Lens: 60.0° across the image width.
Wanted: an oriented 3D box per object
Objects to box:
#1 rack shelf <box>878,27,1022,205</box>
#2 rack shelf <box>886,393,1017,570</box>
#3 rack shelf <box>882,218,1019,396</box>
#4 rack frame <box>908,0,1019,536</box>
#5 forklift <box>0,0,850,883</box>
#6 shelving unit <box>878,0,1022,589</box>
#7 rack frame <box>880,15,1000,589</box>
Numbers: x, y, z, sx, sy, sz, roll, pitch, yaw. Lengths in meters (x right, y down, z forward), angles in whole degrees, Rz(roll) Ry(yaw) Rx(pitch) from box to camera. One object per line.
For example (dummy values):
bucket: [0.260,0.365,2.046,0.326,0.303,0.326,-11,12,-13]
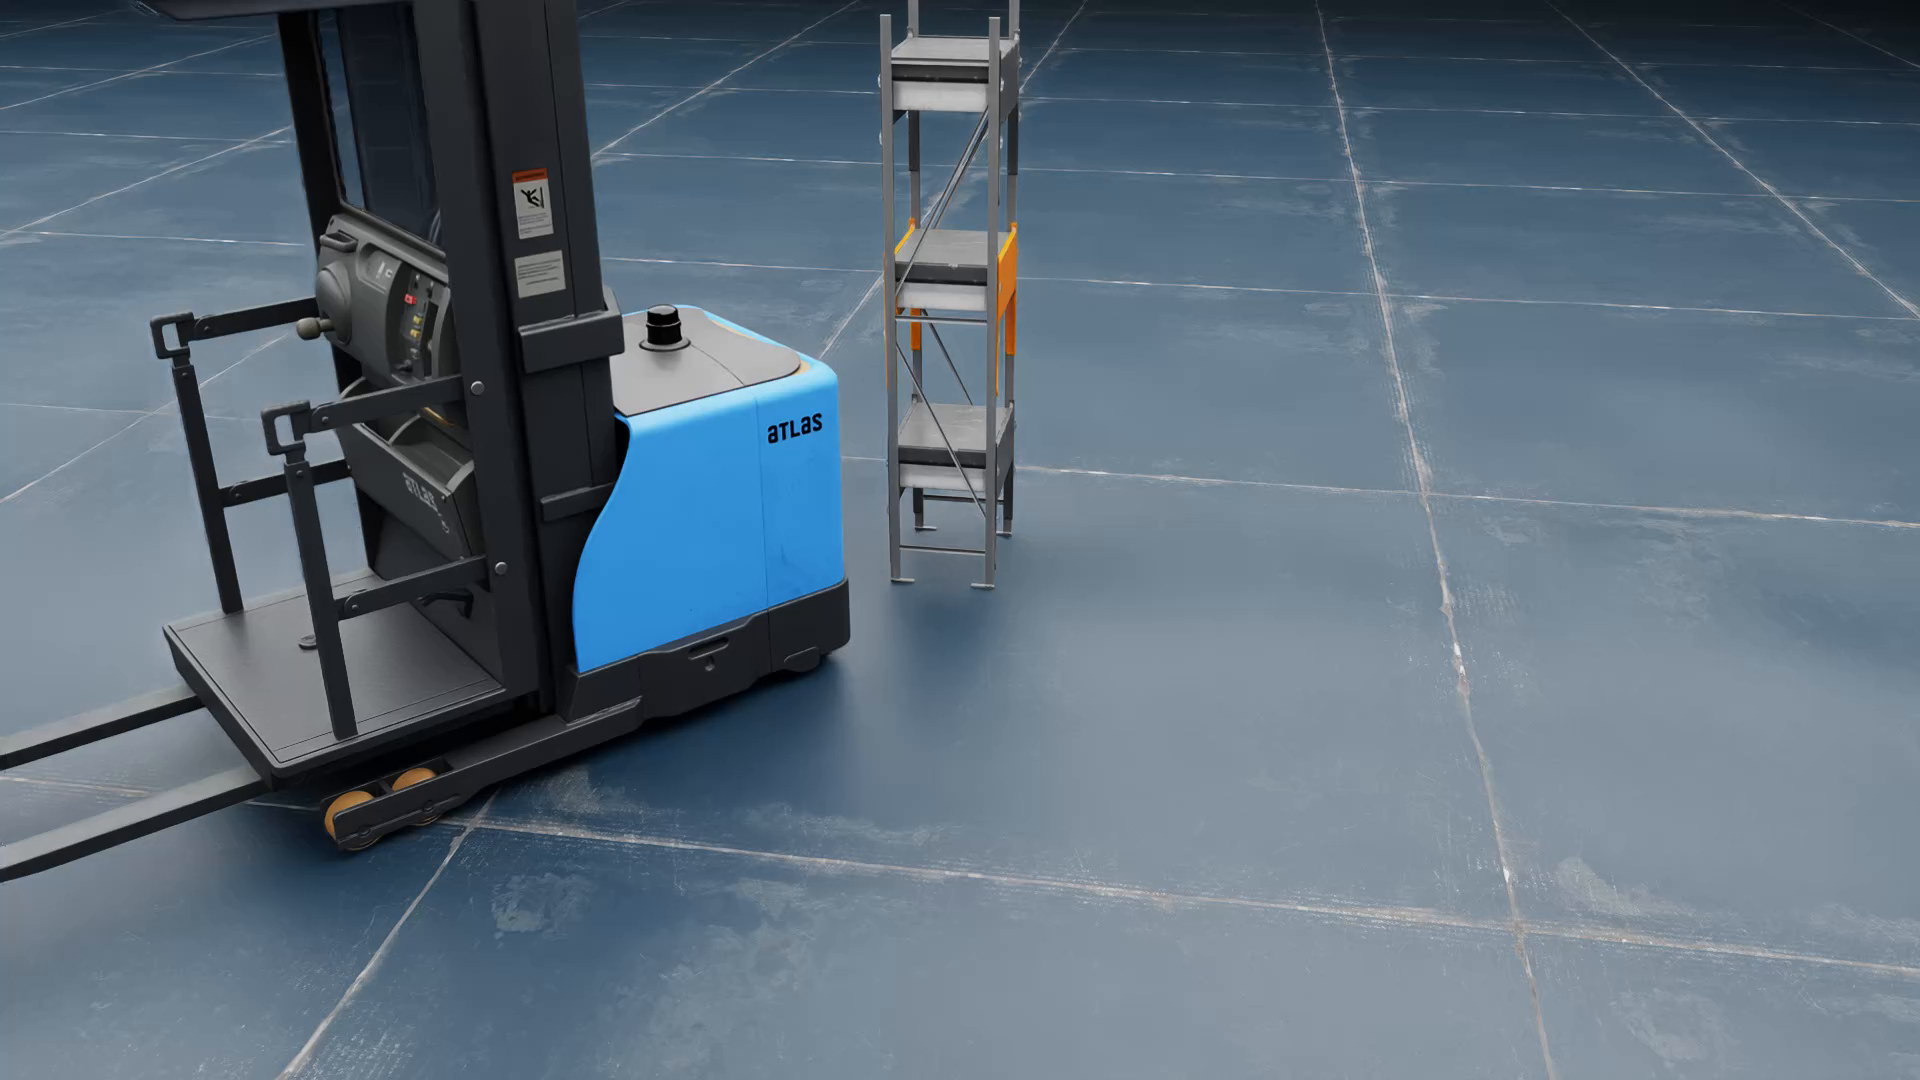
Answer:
rack shelf: [-0.027,-1.503,5.866,0.431,0.518,0.480,4,25,9]
rack shelf: [-0.027,-0.235,6.459,0.431,0.518,0.480,4,25,9]
rack shelf: [-0.027,-0.869,6.163,0.431,0.518,0.480,4,25,9]
rack frame: [0.013,-0.984,6.375,0.400,2.100,0.015,4,25,9]
forklift: [-1.848,-0.680,4.746,3.031,2.935,1.130,-19,31,-35]
shelving unit: [-0.027,-0.882,6.157,0.431,2.100,0.503,4,25,9]
rack frame: [-0.067,-0.780,5.939,0.400,2.100,0.015,4,25,9]
